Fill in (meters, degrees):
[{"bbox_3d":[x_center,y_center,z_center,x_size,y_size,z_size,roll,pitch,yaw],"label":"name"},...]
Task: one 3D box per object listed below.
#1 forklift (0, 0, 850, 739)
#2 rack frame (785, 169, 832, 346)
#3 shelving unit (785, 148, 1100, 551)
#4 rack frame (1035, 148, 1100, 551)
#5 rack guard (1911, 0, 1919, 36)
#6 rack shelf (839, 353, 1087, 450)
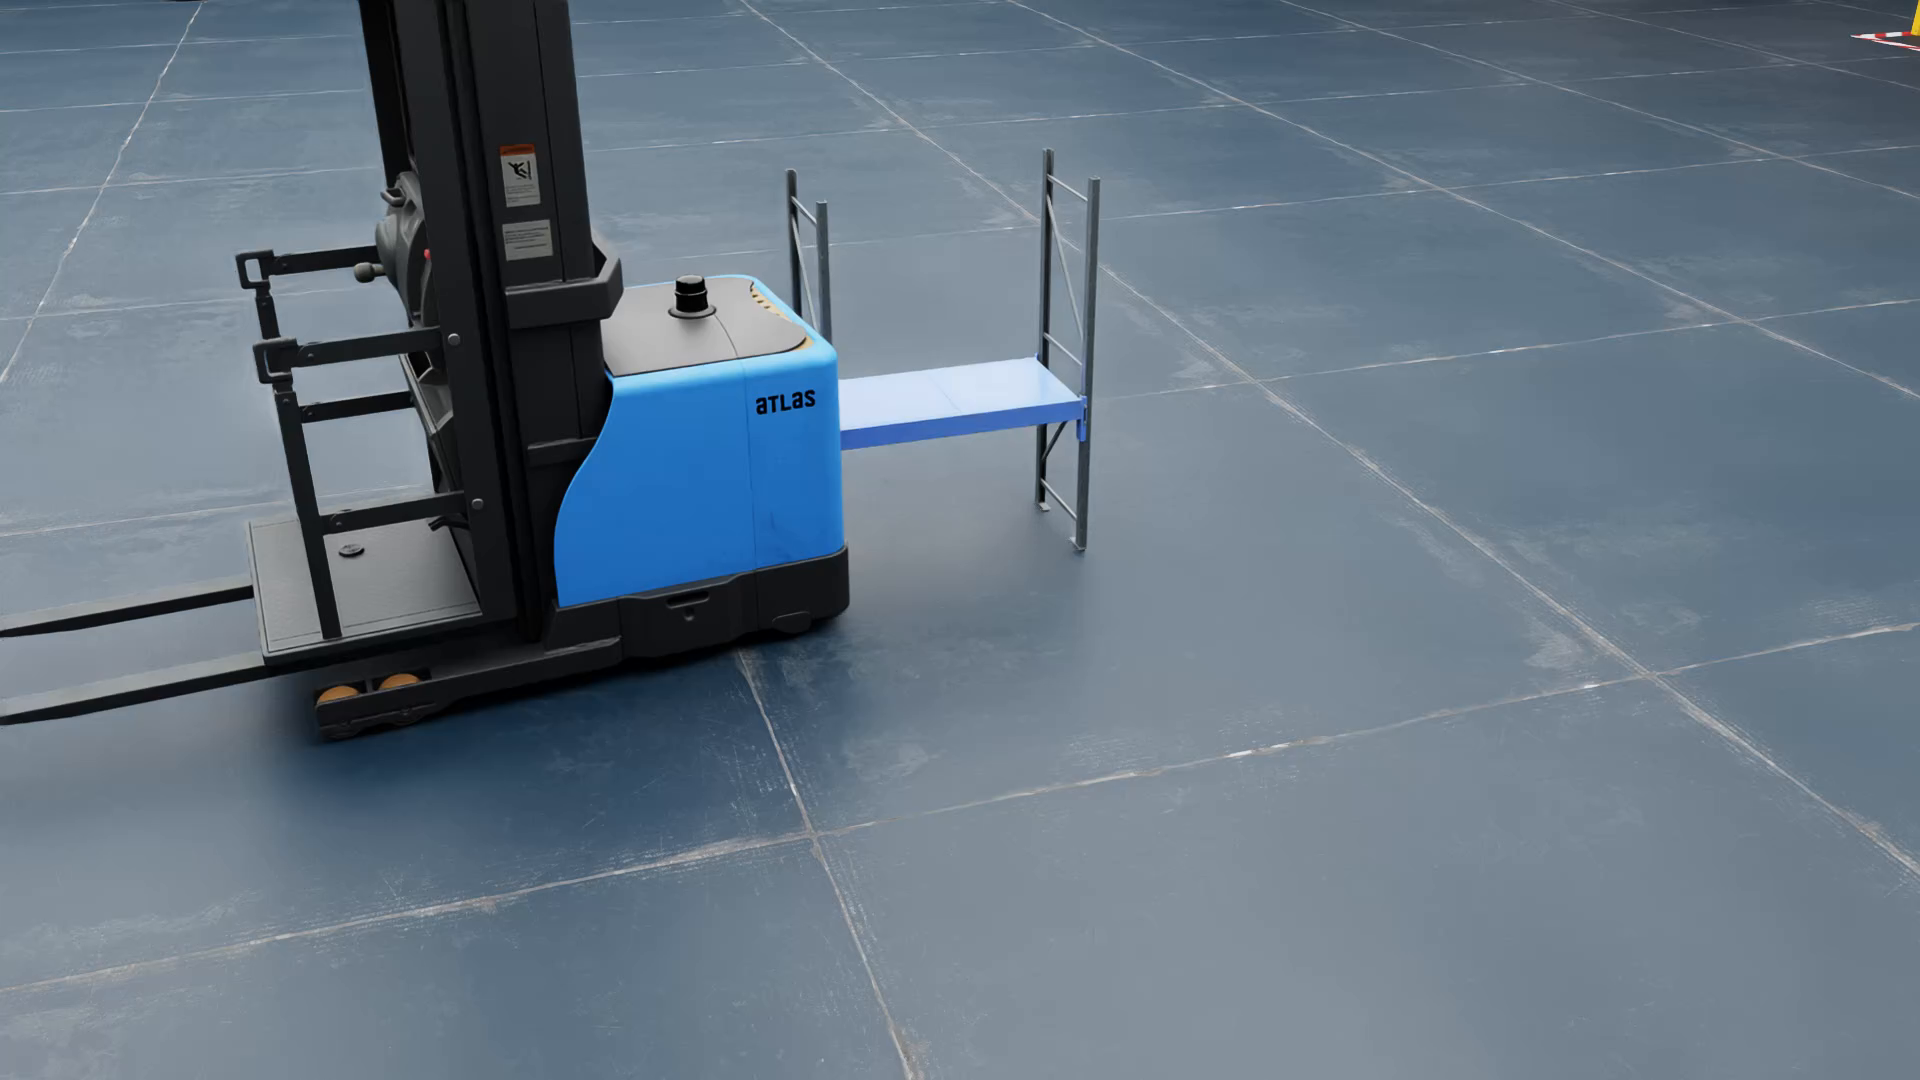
[{"bbox_3d":[-1.968,-0.931,5.329,3.031,2.935,1.130,-11,29,-21],"label":"forklift"},{"bbox_3d":[-0.550,-0.591,6.255,0.032,1.500,0.500,-9,28,-17],"label":"rack frame"},{"bbox_3d":[-0.069,-0.664,6.400,1.048,1.500,0.538,-9,28,-17],"label":"shelving unit"},{"bbox_3d":[0.413,-0.736,6.545,0.032,1.500,0.500,-9,28,-17],"label":"rack frame"},{"bbox_3d":[10.301,-5.321,16.905,0.348,0.500,1.175,-8,28,-16],"label":"rack guard"},{"bbox_3d":[-0.069,-0.503,6.480,1.000,0.185,0.538,-9,28,-17],"label":"rack shelf"}]
